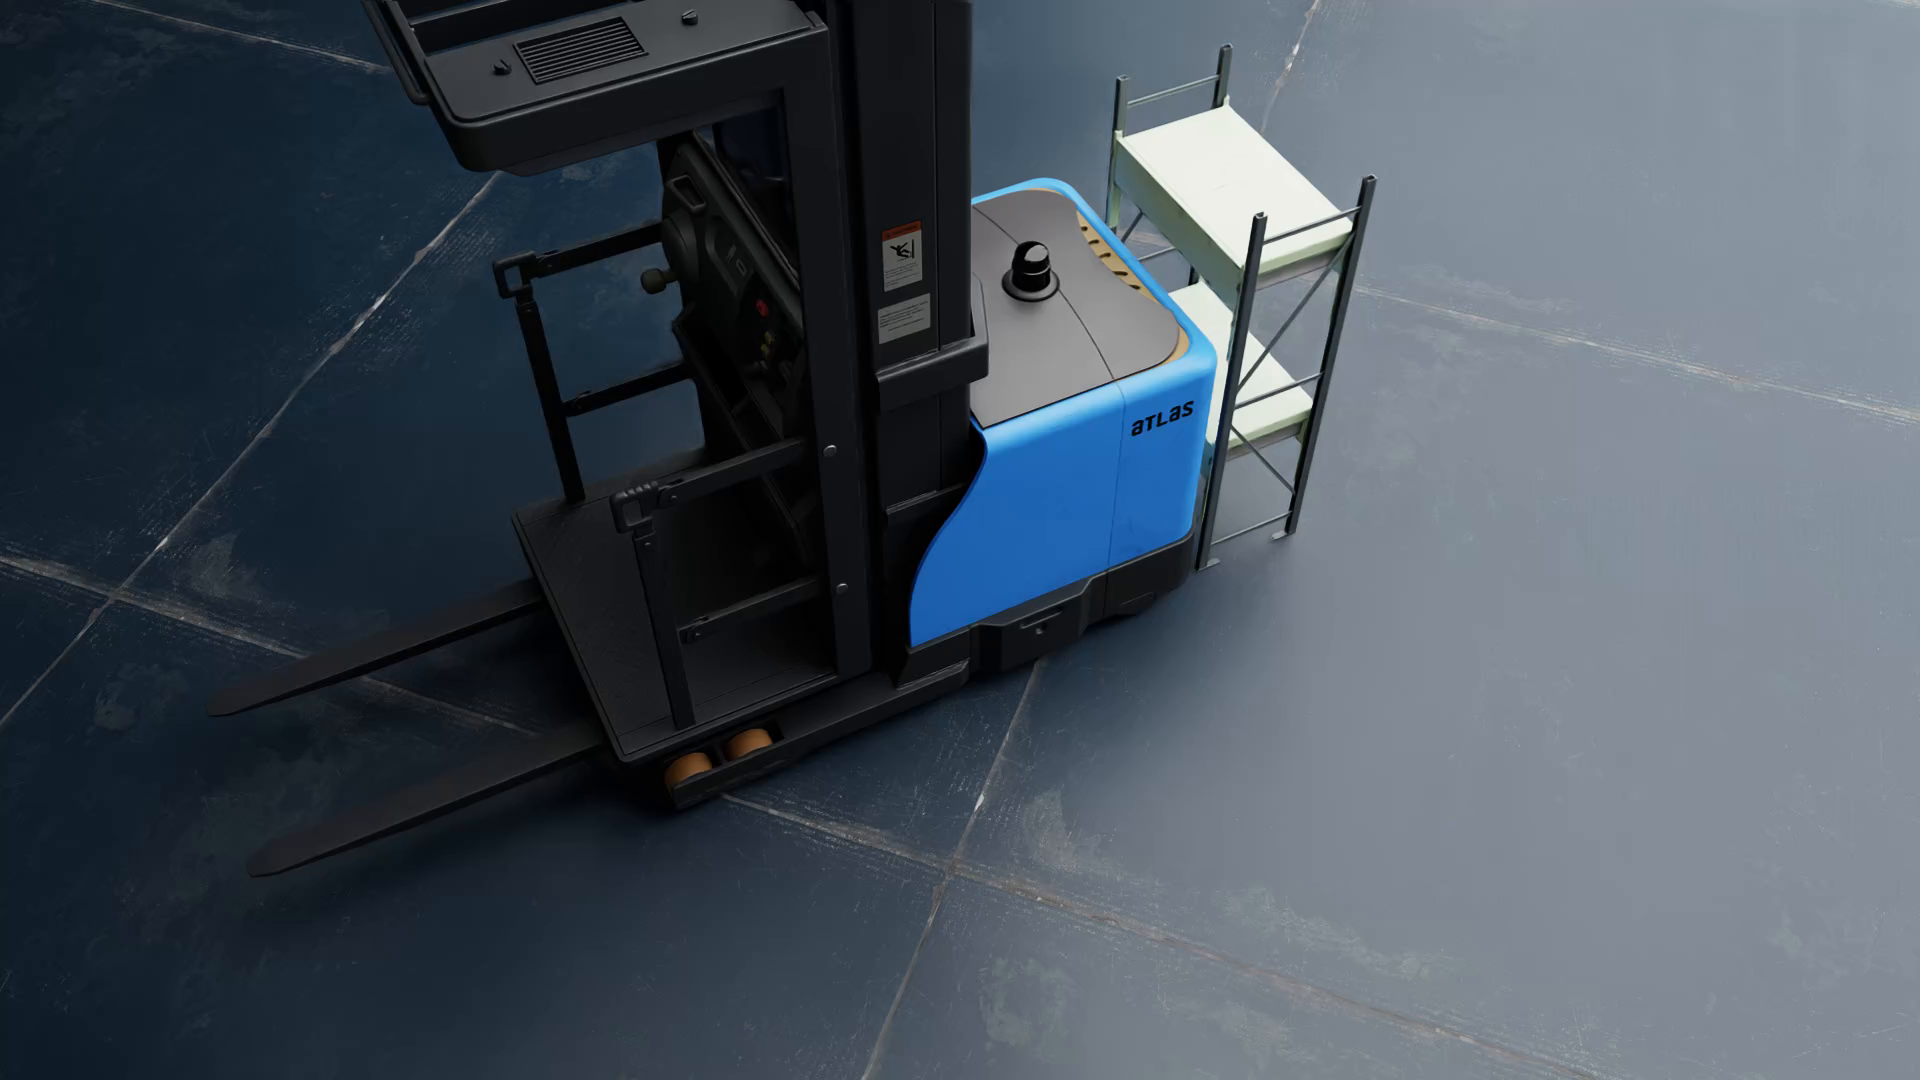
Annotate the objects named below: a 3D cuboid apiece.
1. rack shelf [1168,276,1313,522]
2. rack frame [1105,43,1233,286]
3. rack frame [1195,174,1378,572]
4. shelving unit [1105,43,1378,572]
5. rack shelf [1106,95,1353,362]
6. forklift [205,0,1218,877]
[{"bbox_3d":[0.817,-0.490,5.614,0.431,0.370,0.720,-21,52,-17],"label":"rack shelf"},{"bbox_3d":[0.651,-0.950,5.581,0.400,1.500,0.023,-21,52,-17],"label":"rack frame"},{"bbox_3d":[0.983,-0.457,5.154,0.400,1.500,0.023,-21,52,-17],"label":"rack frame"},{"bbox_3d":[0.817,-0.704,5.368,0.431,1.500,0.755,-21,52,-17],"label":"shelving unit"},{"bbox_3d":[0.817,-0.960,5.073,0.431,0.370,0.720,-21,52,-17],"label":"rack shelf"},{"bbox_3d":[-0.785,-0.617,4.345,3.031,2.935,1.130,-21,52,-17],"label":"forklift"}]
